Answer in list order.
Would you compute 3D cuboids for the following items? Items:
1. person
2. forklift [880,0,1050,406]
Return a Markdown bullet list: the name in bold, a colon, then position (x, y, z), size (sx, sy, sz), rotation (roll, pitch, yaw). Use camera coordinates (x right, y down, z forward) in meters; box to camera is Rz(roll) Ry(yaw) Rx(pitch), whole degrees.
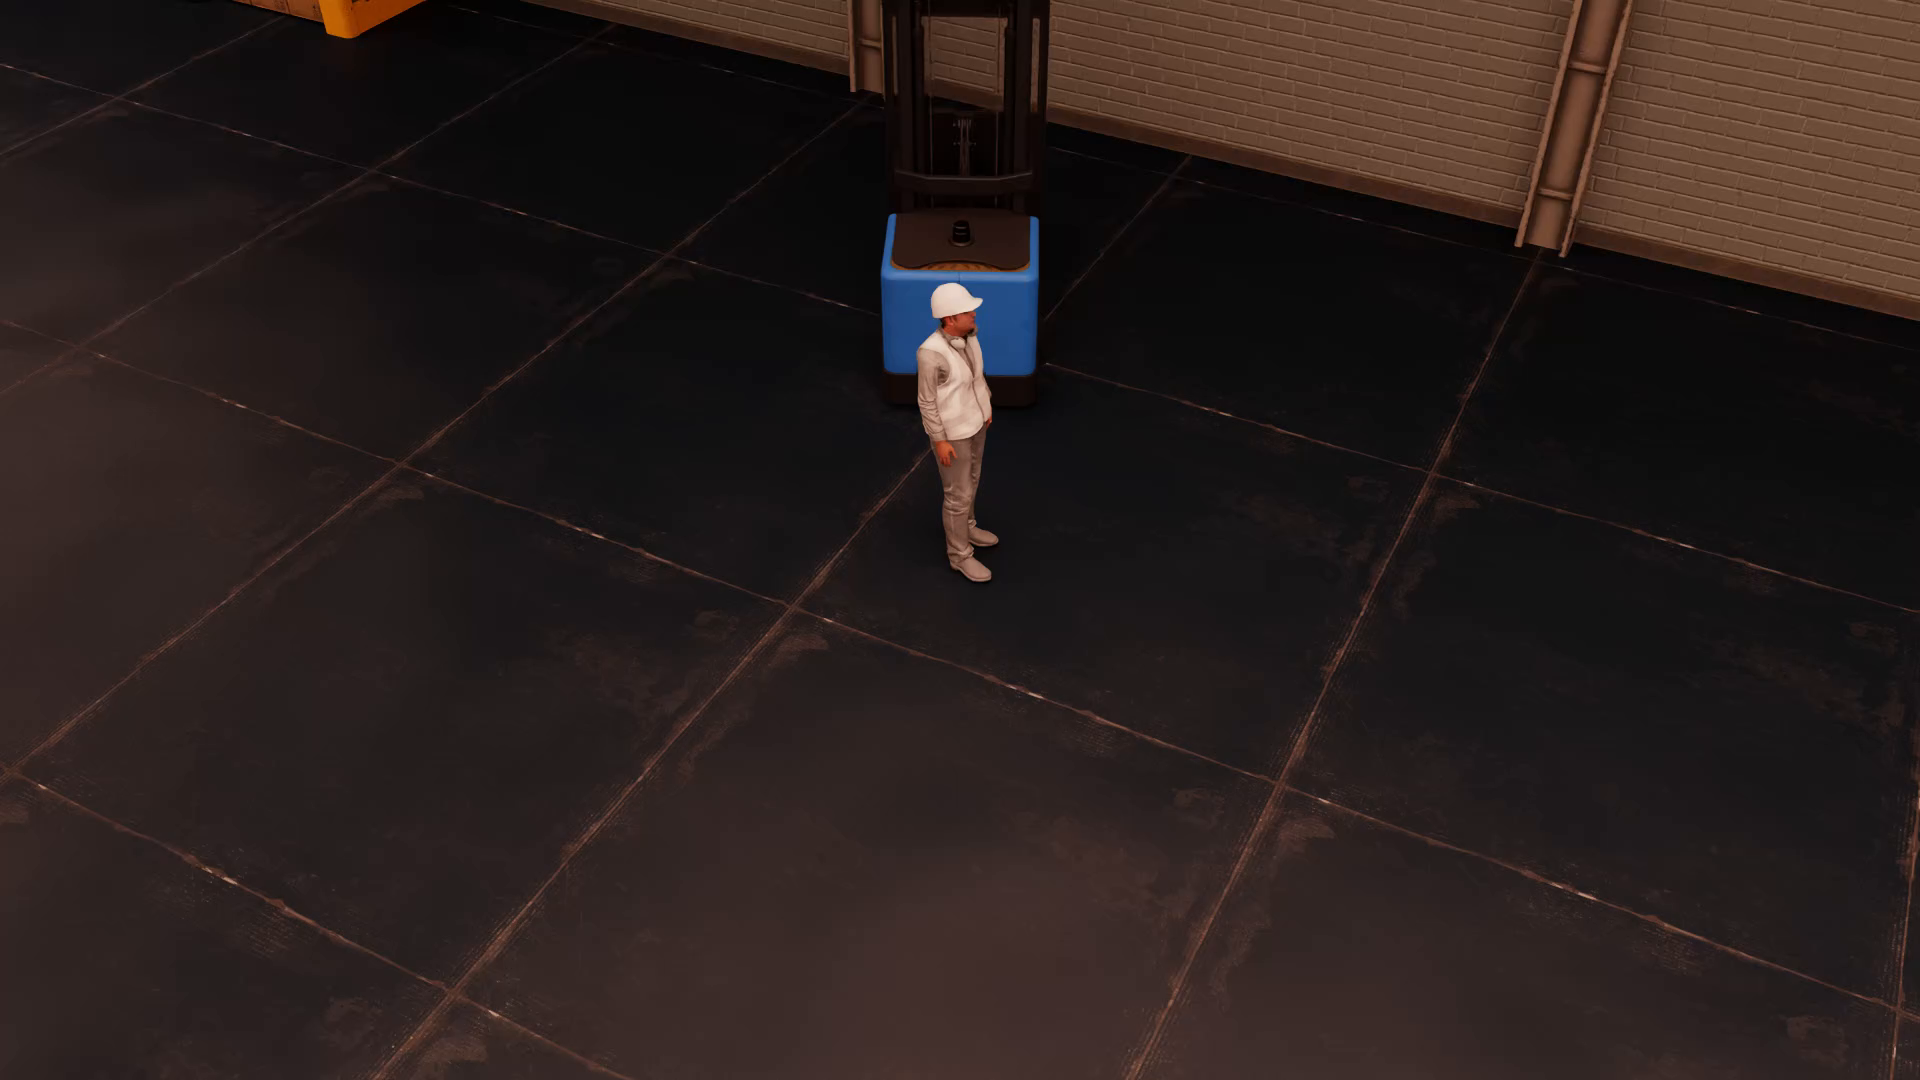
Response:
- **person**: position (0.052, -0.662, 9.658), size (0.568, 1.774, 0.633), rotation (18, 43, 21)
- **forklift**: position (0.048, -2.952, 11.491), size (1.130, 2.935, 3.031), rotation (1, 40, 2)
